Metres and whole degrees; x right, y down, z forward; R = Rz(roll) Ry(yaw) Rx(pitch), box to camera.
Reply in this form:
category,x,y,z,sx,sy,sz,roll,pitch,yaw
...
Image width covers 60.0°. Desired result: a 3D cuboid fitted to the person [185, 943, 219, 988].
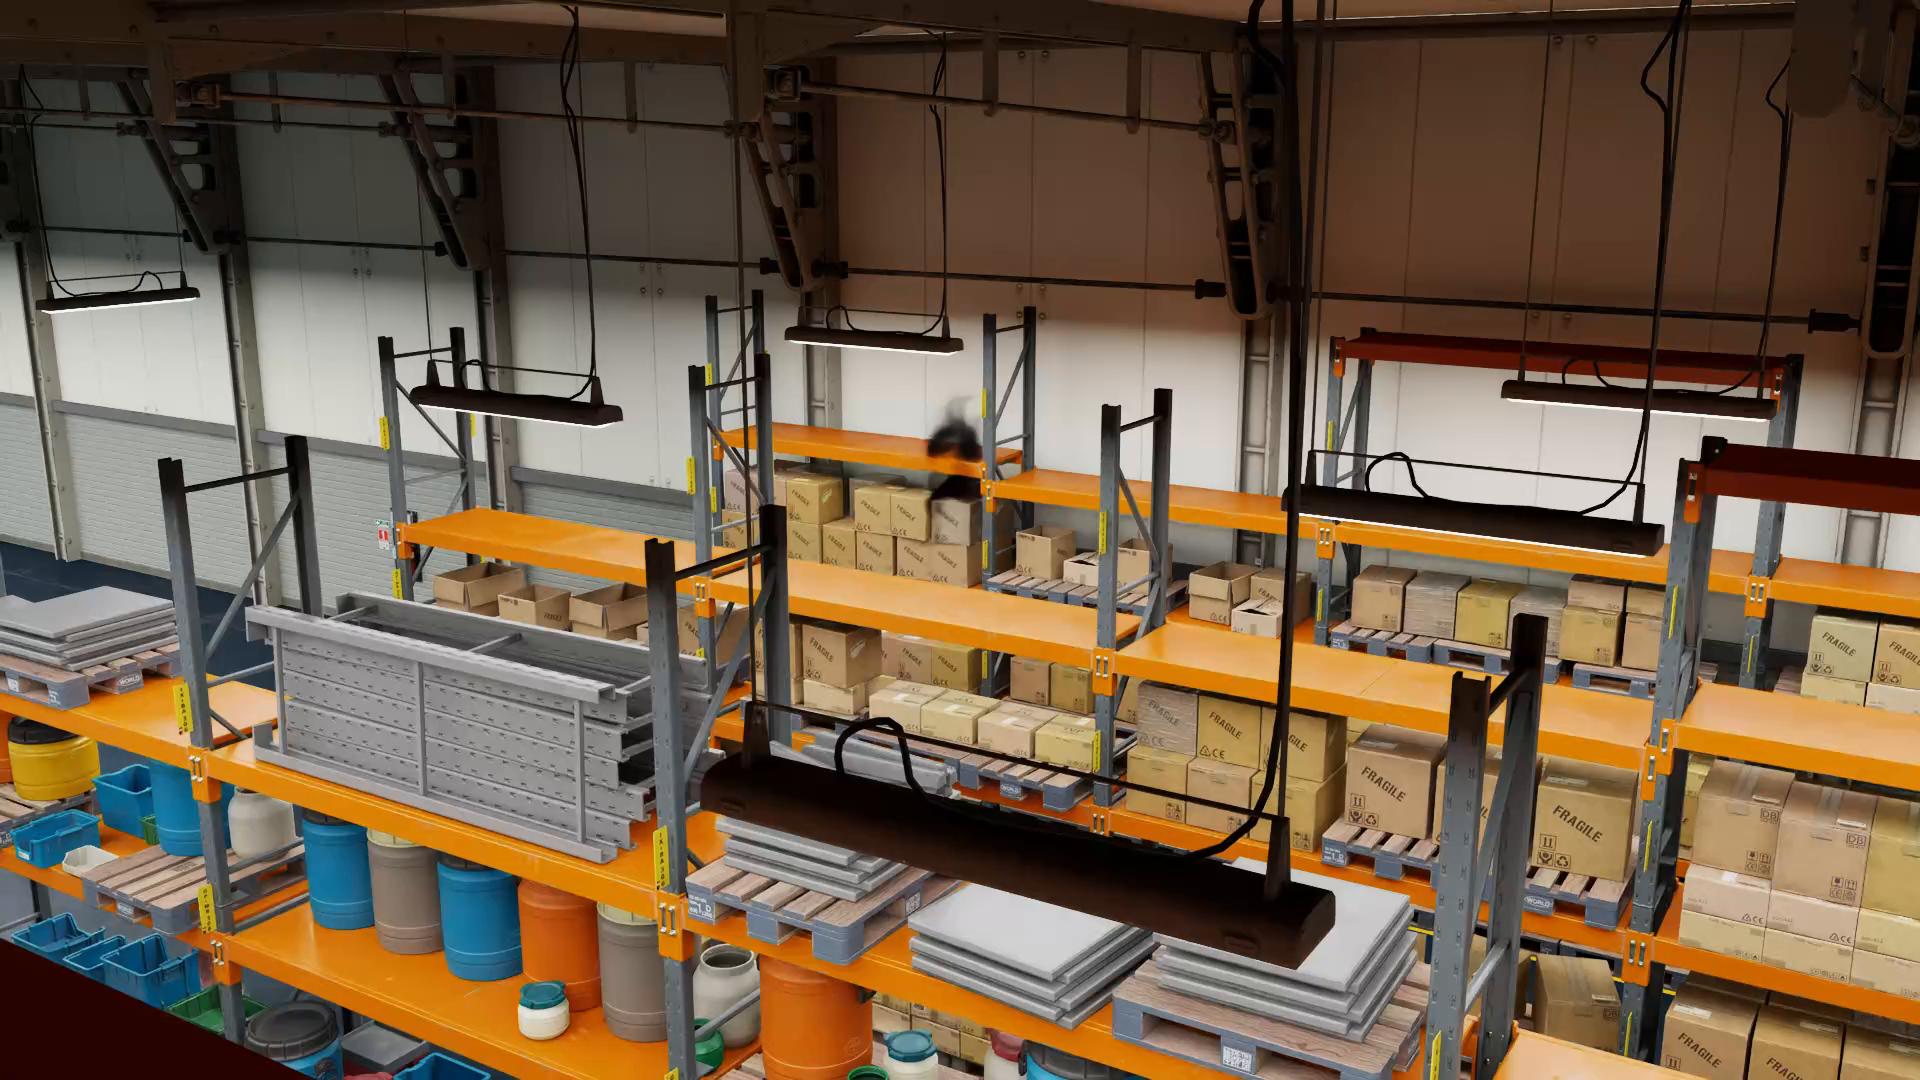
category,x,y,z,sx,sy,sz,roll,pitch,yaw
person,-6.893,3.641,15.134,0.618,1.628,0.581,4,14,17
